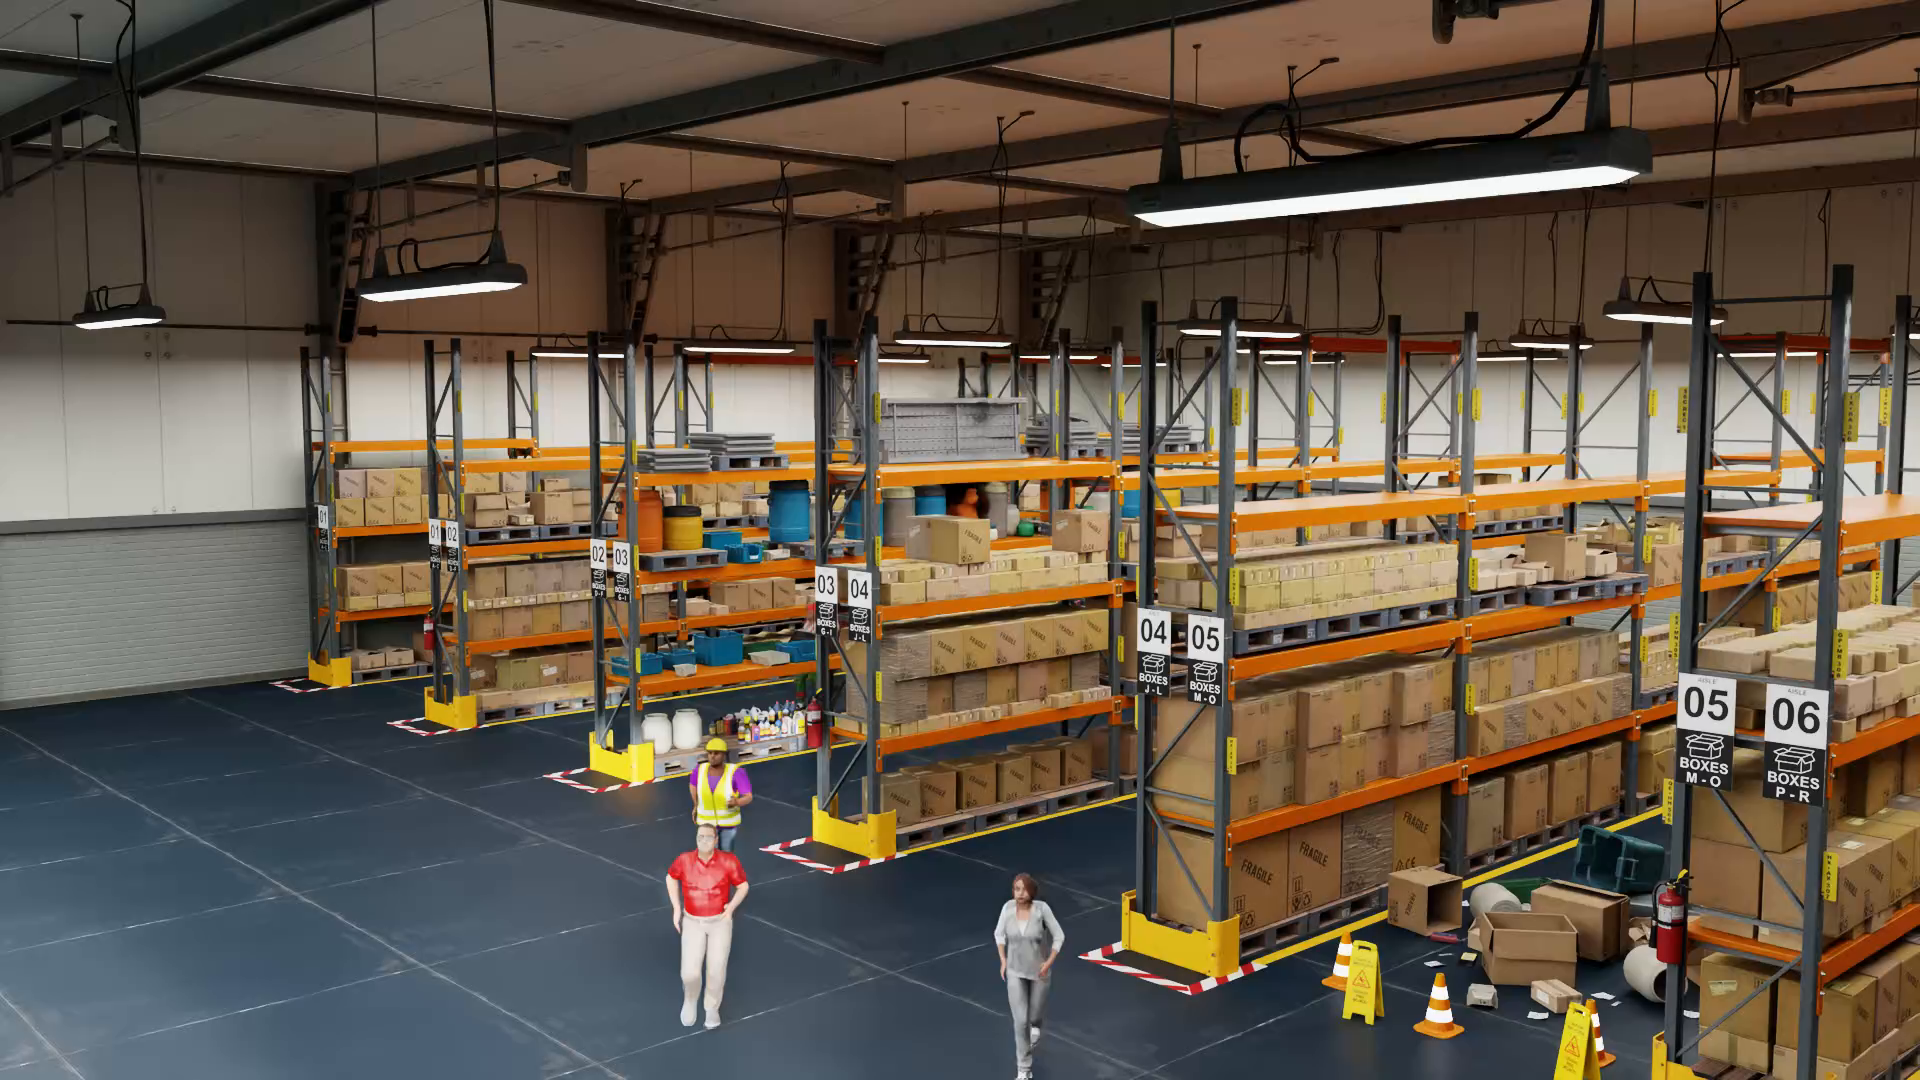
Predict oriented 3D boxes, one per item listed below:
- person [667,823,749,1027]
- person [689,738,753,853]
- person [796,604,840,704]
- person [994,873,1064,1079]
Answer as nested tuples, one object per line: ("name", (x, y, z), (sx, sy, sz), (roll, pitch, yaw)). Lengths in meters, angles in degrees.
("person", (-2.041, 3.138, 13.452), (0.667, 1.697, 0.625), (-1, 5, -7))
("person", (-2.377, 2.857, 16.473), (0.661, 1.823, 0.747), (0, 5, -2))
("person", (-2.379, 1.911, 26.811), (0.967, 1.768, 0.667), (-5, 7, -44))
("person", (0.524, 3.271, 12.590), (0.540, 1.593, 0.735), (1, 5, 9))
